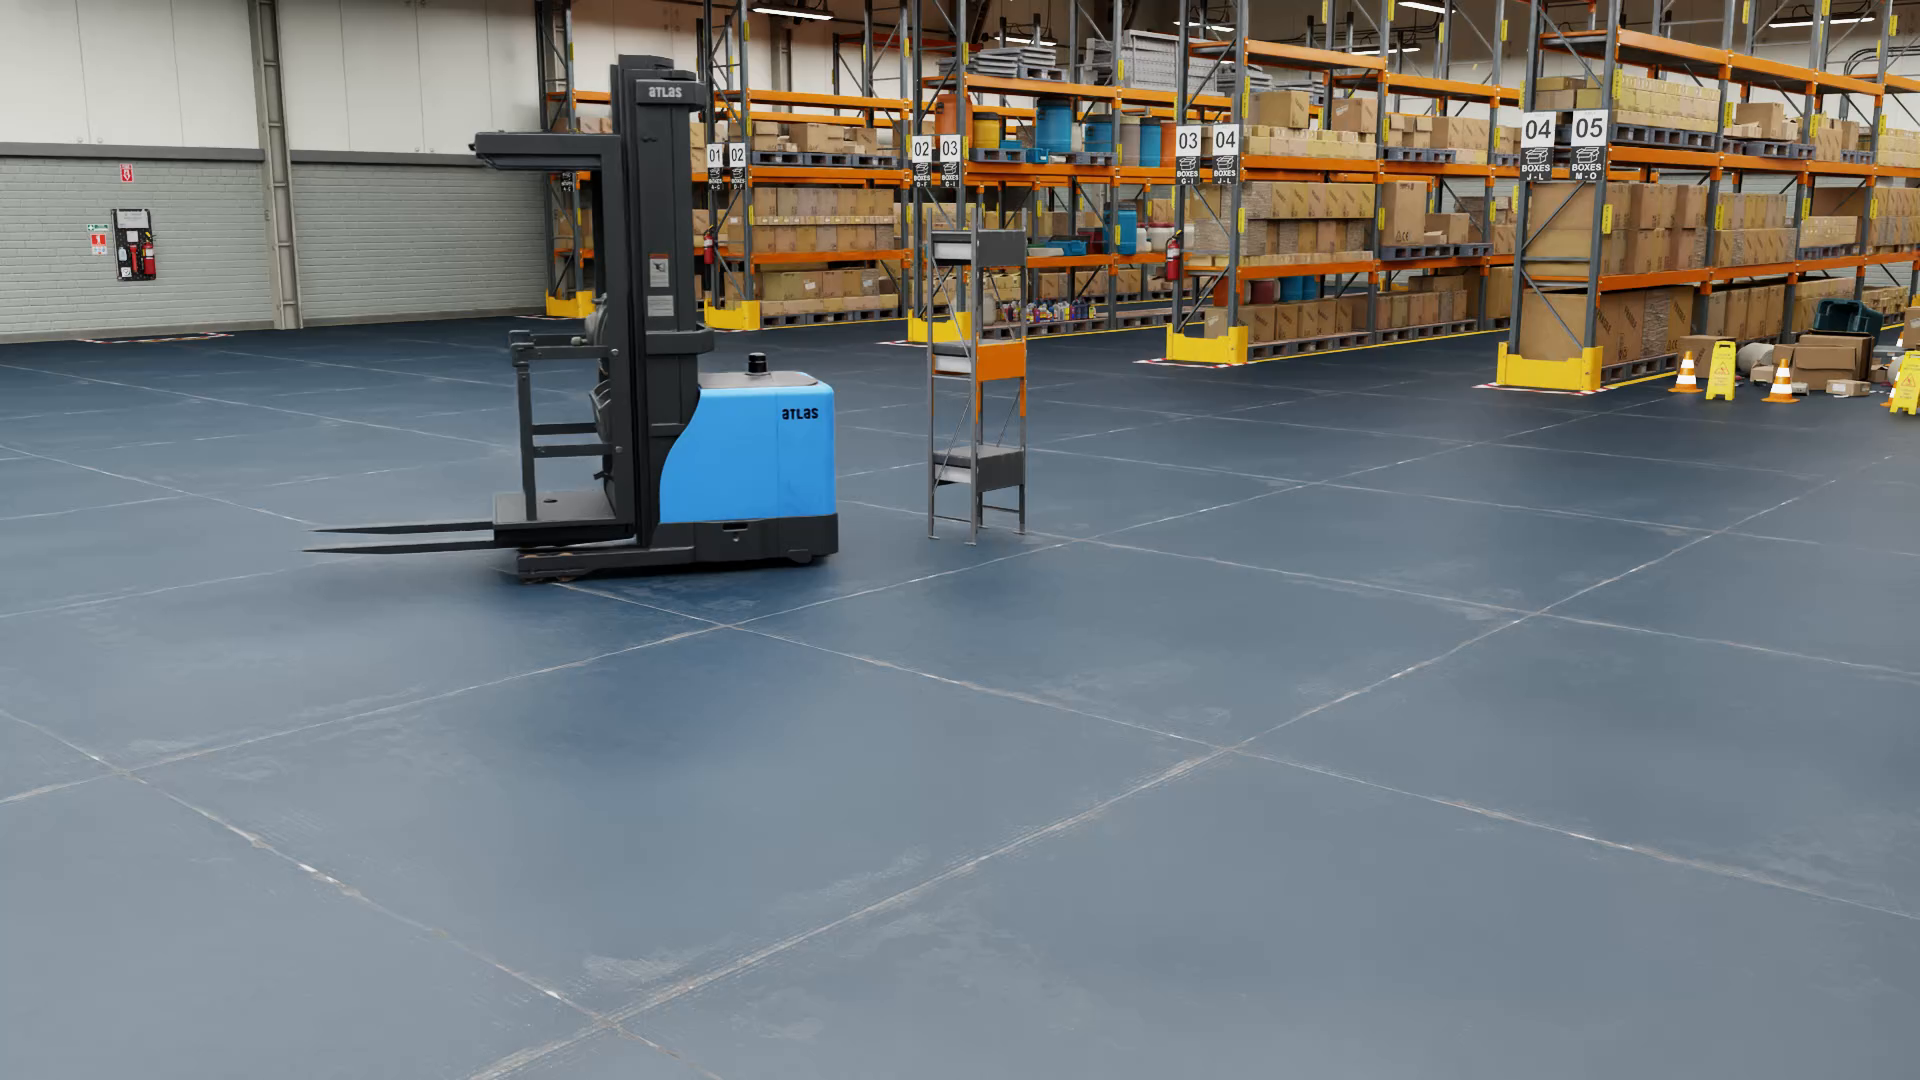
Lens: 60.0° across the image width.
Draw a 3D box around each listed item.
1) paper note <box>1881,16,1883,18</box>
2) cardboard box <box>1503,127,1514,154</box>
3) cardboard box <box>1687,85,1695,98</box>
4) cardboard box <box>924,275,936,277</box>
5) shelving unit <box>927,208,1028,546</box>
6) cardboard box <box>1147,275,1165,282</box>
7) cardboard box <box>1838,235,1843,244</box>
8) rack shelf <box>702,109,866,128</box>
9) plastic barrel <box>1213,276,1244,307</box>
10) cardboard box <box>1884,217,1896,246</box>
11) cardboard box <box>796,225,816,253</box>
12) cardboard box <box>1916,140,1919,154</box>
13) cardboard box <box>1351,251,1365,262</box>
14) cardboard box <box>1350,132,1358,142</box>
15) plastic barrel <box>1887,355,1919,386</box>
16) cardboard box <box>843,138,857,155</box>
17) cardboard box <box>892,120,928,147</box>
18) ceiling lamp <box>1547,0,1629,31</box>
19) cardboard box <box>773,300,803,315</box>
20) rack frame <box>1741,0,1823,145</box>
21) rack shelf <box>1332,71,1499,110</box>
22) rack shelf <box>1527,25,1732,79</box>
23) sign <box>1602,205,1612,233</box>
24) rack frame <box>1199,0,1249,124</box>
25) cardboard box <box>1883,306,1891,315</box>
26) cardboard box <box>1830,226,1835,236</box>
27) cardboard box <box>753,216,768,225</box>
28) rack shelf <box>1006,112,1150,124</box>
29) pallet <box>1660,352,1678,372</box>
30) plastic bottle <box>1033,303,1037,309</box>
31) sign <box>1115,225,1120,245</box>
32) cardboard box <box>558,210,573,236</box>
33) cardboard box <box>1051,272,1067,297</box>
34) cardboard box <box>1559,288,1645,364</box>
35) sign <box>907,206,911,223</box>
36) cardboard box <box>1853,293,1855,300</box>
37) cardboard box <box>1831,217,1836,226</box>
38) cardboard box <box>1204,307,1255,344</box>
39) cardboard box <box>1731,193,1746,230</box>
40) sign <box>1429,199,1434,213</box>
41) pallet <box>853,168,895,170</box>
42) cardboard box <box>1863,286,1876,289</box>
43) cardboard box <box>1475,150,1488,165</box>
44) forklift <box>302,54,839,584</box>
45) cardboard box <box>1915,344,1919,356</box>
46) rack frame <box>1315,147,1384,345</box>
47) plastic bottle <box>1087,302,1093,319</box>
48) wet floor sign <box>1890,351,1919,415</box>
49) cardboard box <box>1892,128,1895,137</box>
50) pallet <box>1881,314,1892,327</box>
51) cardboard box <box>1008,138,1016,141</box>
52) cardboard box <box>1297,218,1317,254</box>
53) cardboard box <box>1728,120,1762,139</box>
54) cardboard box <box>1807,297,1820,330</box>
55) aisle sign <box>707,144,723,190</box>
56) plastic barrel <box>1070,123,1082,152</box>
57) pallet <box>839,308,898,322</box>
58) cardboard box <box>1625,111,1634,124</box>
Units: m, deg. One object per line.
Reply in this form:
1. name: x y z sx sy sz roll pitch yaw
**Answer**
1. paper note: 17.059 -9.680 30.762 0.001 0.032 0.123 10 15 40
2. cardboard box: 9.529 -7.111 29.672 0.500 0.500 0.500 11 16 43
3. cardboard box: 9.025 -5.653 20.975 0.380 0.149 0.250 10 15 41
4. cardboard box: -0.681 -5.221 33.707 0.500 0.311 0.500 10 15 40
5. shelving unit: 0.109 -1.054 10.627 0.431 2.100 0.503 10 15 40
6. cardboard box: 4.536 -6.146 39.566 0.500 0.311 0.500 10 15 40
7. cardboard box: 14.360 -4.968 27.493 0.380 0.149 0.250 9 14 37
8. rack shelf: -3.806 -9.168 36.496 1.077 0.370 4.000 10 15 40
9. plastic barrel: 5.266 -5.004 32.577 0.600 0.830 0.708 10 15 40
10. cardboard box: 16.173 -5.459 29.369 0.500 0.500 0.500 9 15 39
11. cardboard box: -3.050 -5.519 30.428 0.700 0.500 0.500 10 15 41
12. cardboard box: 17.167 -7.135 30.226 0.500 0.250 0.500 9 15 39
13. cardboard box: 5.943 -4.331 25.379 0.380 0.149 0.250 10 15 40
14. cardboard box: 5.693 -5.992 24.758 0.380 0.149 0.250 9 14 38
15. plastic barrel: 11.066 -1.926 19.274 0.421 0.421 0.512 -2 11 -9
16. cardboard box: -2.289 -7.423 31.359 0.500 0.311 0.500 9 14 37
17. cardboard box: -0.966 -7.898 32.332 0.500 0.500 0.500 10 15 41
18. ceiling lamp: 13.901 -12.839 37.115 2.000 3.185 0.800 10 15 40
19. cardboard box: -3.195 -4.234 30.200 0.500 0.250 0.500 10 15 40
20. rack frame: 12.336 -7.434 24.955 1.000 3.000 0.127 10 15 40
21. rack shelf: 7.357 -7.247 26.877 1.077 0.370 4.000 10 15 40
22. rack shelf: 8.375 -6.002 20.645 1.077 0.370 4.000 10 15 40
23. sign: 7.468 -3.706 19.193 0.100 0.325 0.005 10 15 40
24. rack frame: 4.956 -8.730 31.446 1.000 3.000 0.127 10 15 40
25. cardboard box: 16.623 -4.173 30.150 0.380 0.149 0.250 10 15 41
26. cardboard box: 13.995 -5.031 27.049 0.380 0.149 0.250 10 15 41
27. cardboard box: -3.622 -5.649 29.426 0.380 0.149 0.250 10 15 40
28. rack shelf: 2.558 -9.117 36.238 1.077 0.370 4.000 10 15 40
29. pallet: 9.135 -2.434 22.360 1.003 0.211 1.213 10 15 40
30. plastic bottle: 1.278 -3.958 28.714 0.097 0.271 0.097 0 11 0
31. sign: 2.722 -5.263 28.696 0.100 0.325 0.005 10 15 40
32. cardboard box: -7.615 -6.293 32.978 0.500 0.500 0.500 10 15 40
33. cardboard box: 2.094 -5.527 35.984 0.500 0.500 0.500 9 14 38
34. cardboard box: 8.032 -2.717 21.008 0.875 0.875 0.875 9 15 39
35. sign: -0.985 -6.233 31.846 0.100 0.325 0.005 10 15 40
36. cardboard box: 15.359 -4.204 28.789 0.380 0.149 0.250 11 15 43
37. cardboard box: 13.997 -5.179 27.033 0.380 0.149 0.250 9 14 38
38. cardboard box: 3.821 -3.041 23.588 0.500 0.500 0.500 -9 14 -37
39. cardboard box: 10.691 -4.667 23.610 0.700 0.500 0.500 10 15 41
40. sign: 8.258 -5.787 29.071 0.100 0.325 0.005 10 15 40
41. pallet: -2.100 -8.549 38.680 1.213 0.211 1.003 11 16 43
42. cardboard box: 16.924 -4.679 31.168 0.380 0.149 0.250 10 15 41
43. cardboard box: 8.547 -6.444 28.040 0.500 0.250 0.500 10 15 40
44. forklift: -2.306 -1.303 9.752 3.031 2.935 1.130 -3 12 -15
45. cardboard box: 11.751 -2.072 19.802 0.500 0.500 0.500 -2 11 -9
46. rack frame: 6.036 -4.560 25.881 1.000 3.000 0.127 10 15 40
47. plastic bottle: 2.246 -3.970 28.743 0.061 0.283 0.133 11 16 43
48. wet floor sign: 9.911 -1.646 17.303 0.232 0.644 0.267 -6 13 -28
49. cardboard box: 16.039 -7.083 28.946 0.380 0.149 0.250 9 15 39
50. pallet: 16.198 -3.997 30.183 1.003 0.211 1.213 10 15 40
51. cardboard box: 1.171 -9.823 41.716 0.500 0.500 0.500 9 15 39
52. cardboard box: 4.721 -4.472 24.430 0.875 0.500 0.500 10 15 40
53. cardboard box: 11.090 -5.811 23.506 0.396 0.266 0.258 10 15 40
54. cardboard box: 13.324 -3.618 26.475 0.500 0.500 0.500 10 15 41
55. aisle sign: -4.307 -6.556 29.237 0.394 0.787 0.004 10 15 40
56. plastic barrel: 1.884 -6.894 28.552 0.421 0.512 0.421 0 11 0
57. pallet: -1.959 -4.362 32.011 1.003 0.211 1.213 10 15 40
58. cardboard box: 7.690 -4.964 19.563 0.380 0.149 0.250 10 15 41
